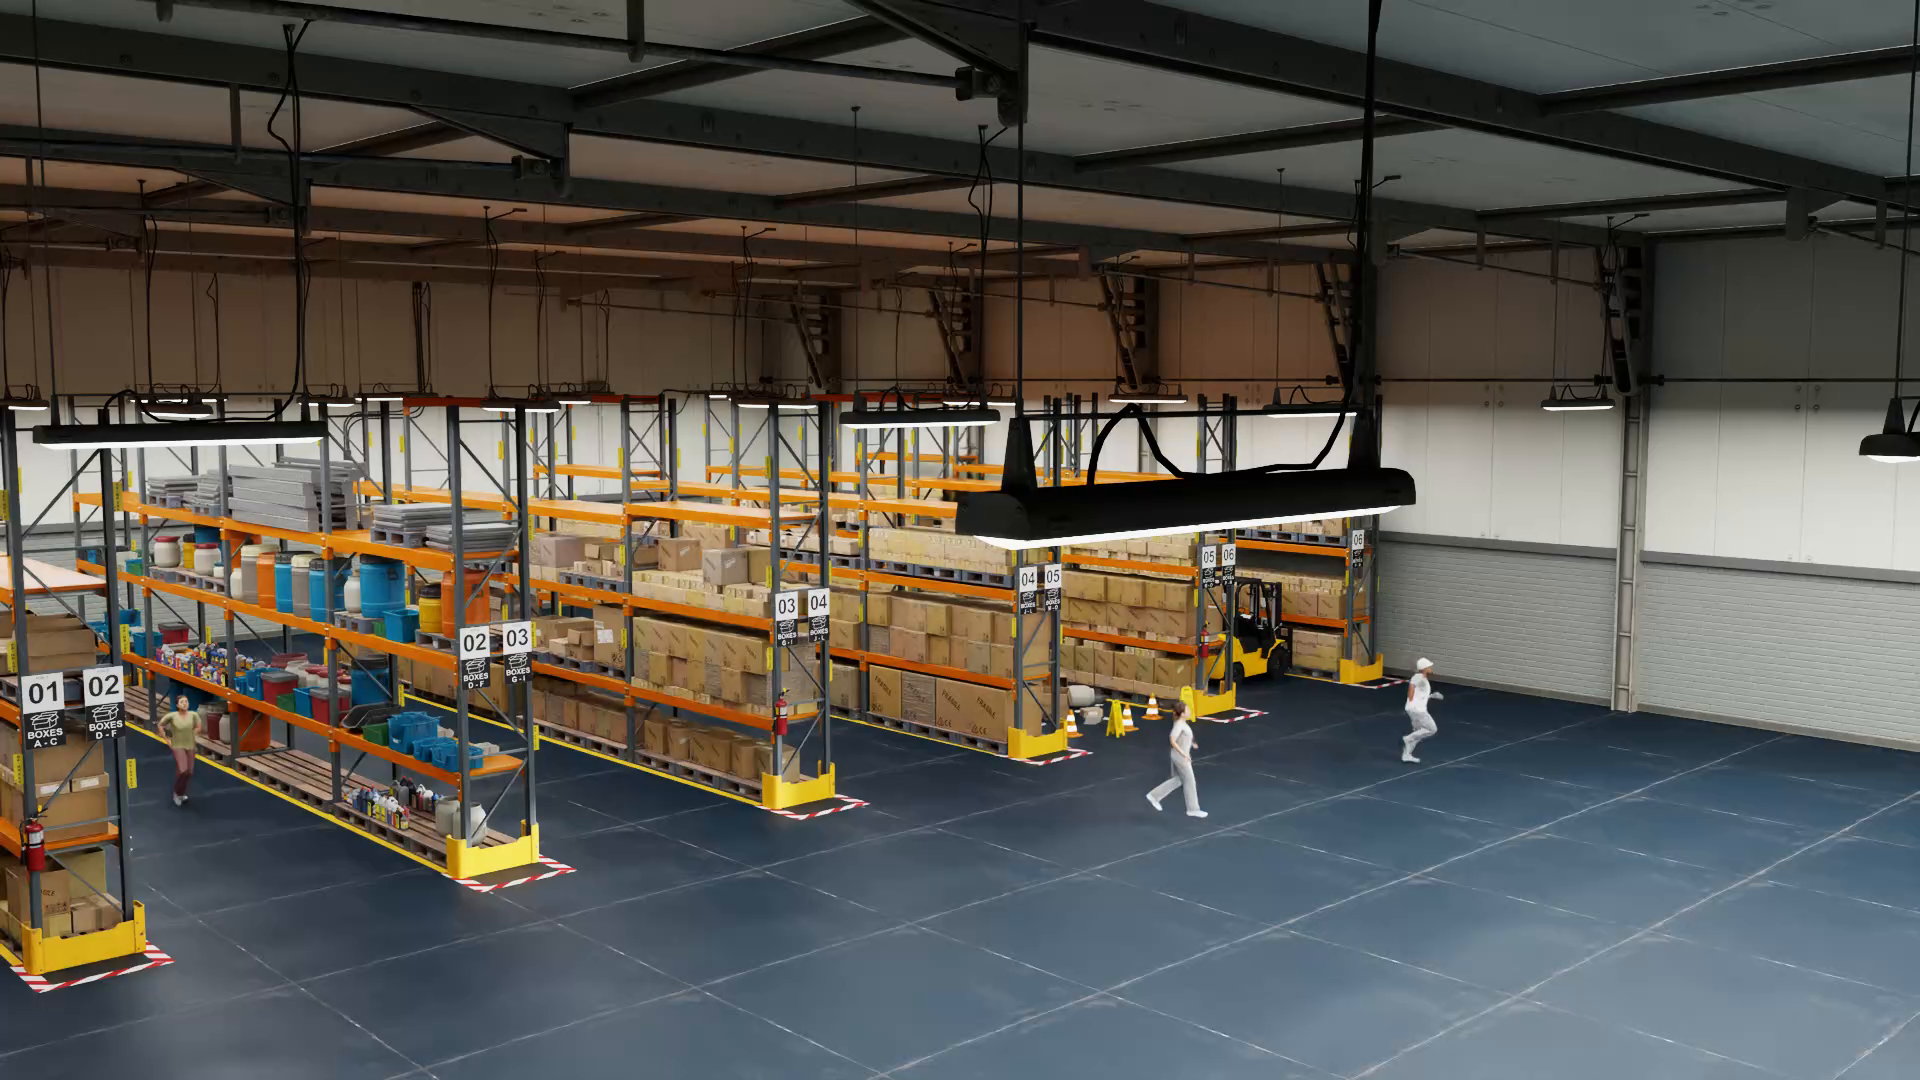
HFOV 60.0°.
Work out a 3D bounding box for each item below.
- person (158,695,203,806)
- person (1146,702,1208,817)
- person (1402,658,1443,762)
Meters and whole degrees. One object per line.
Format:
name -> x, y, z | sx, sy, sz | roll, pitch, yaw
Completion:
person -> -11.563, 3.086, 24.762 | 0.645, 1.590, 0.573 | 5, 8, 44
person -> 3.133, 3.166, 23.979 | 0.891, 1.646, 0.547 | 0, 6, 2
person -> 7.650, 2.817, 27.460 | 0.651, 1.724, 0.732 | 1, 6, 10
